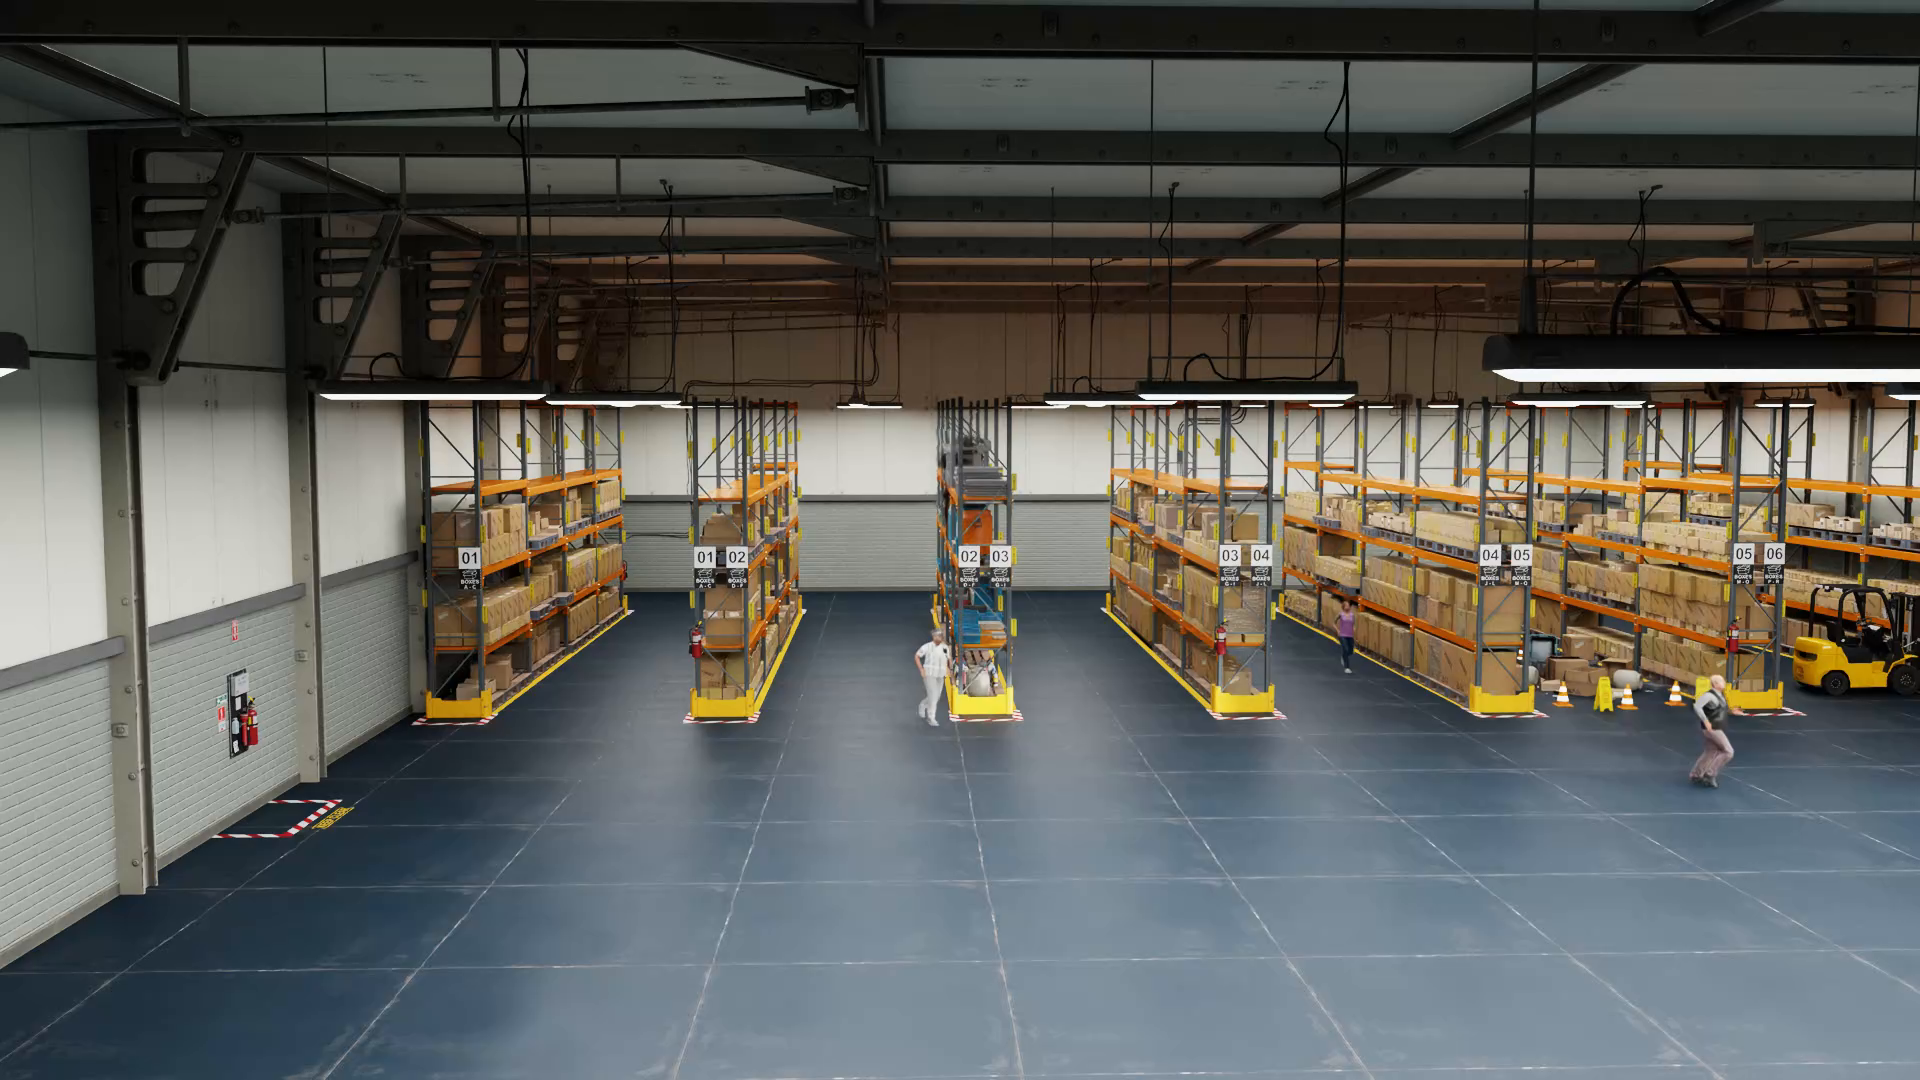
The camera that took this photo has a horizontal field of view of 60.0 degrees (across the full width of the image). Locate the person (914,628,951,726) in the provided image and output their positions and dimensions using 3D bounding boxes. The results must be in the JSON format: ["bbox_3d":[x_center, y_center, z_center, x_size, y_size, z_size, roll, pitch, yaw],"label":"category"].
[{"bbox_3d":[-0.473,2.496,30.677,0.701,1.763,0.735,-3,5,-34],"label":"person"}]

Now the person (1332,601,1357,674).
[{"bbox_3d":[8.466,2.117,36.564,0.546,1.561,0.743,-1,4,-7],"label":"person"}]

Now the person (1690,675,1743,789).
[{"bbox_3d":[11.541,2.919,25.369,0.704,1.738,0.631,3,5,32],"label":"person"}]

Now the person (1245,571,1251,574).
[{"bbox_3d":[7.988,1.307,46.514,0.628,1.635,0.898,0,4,1],"label":"person"}]
